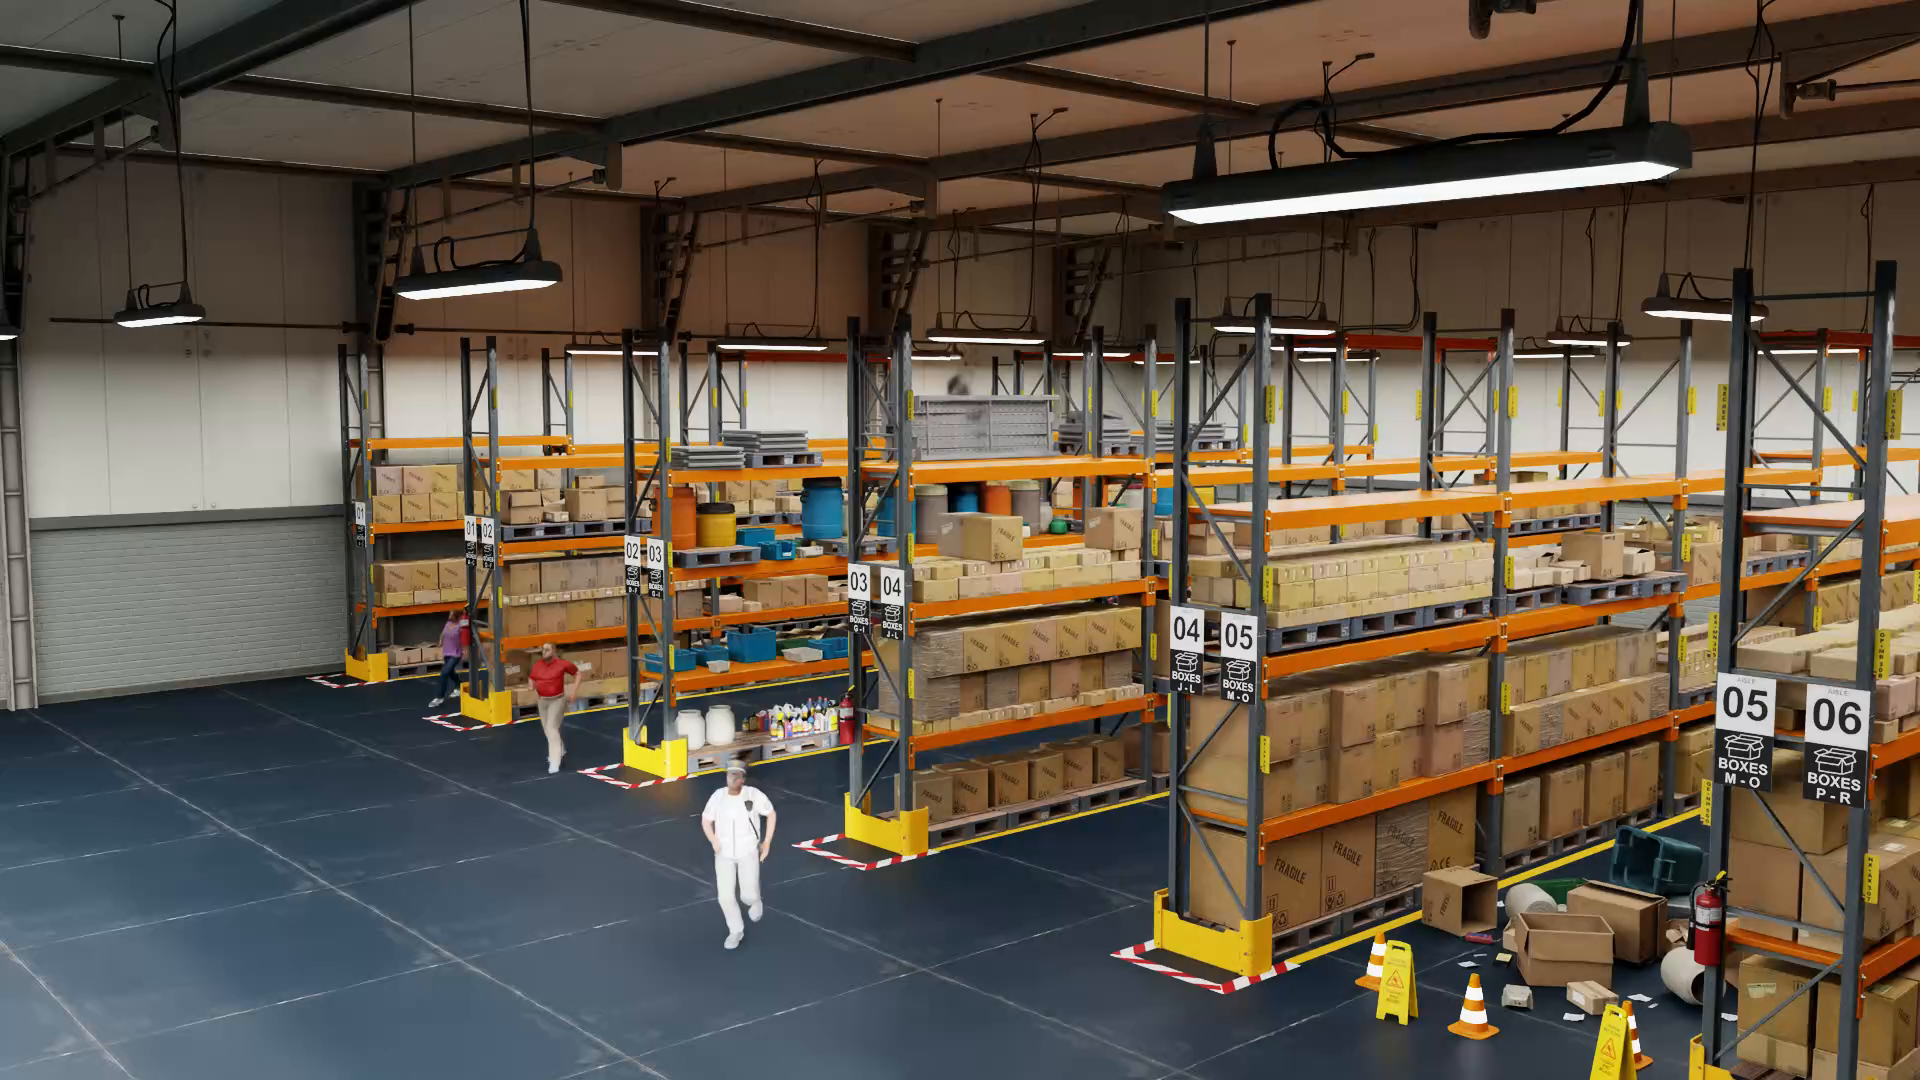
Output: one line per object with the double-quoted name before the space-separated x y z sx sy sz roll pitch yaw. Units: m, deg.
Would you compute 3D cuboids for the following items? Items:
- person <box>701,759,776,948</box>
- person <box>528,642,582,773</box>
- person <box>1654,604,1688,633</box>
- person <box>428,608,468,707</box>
"person" -2.084 2.911 15.602 0.697 1.753 0.627 0 5 0
"person" -5.580 2.290 22.773 0.683 1.821 0.783 2 5 19
"person" 12.260 1.787 28.527 0.679 1.649 0.562 0 5 -3
"person" -8.369 1.913 27.420 0.609 1.586 0.844 3 6 30
